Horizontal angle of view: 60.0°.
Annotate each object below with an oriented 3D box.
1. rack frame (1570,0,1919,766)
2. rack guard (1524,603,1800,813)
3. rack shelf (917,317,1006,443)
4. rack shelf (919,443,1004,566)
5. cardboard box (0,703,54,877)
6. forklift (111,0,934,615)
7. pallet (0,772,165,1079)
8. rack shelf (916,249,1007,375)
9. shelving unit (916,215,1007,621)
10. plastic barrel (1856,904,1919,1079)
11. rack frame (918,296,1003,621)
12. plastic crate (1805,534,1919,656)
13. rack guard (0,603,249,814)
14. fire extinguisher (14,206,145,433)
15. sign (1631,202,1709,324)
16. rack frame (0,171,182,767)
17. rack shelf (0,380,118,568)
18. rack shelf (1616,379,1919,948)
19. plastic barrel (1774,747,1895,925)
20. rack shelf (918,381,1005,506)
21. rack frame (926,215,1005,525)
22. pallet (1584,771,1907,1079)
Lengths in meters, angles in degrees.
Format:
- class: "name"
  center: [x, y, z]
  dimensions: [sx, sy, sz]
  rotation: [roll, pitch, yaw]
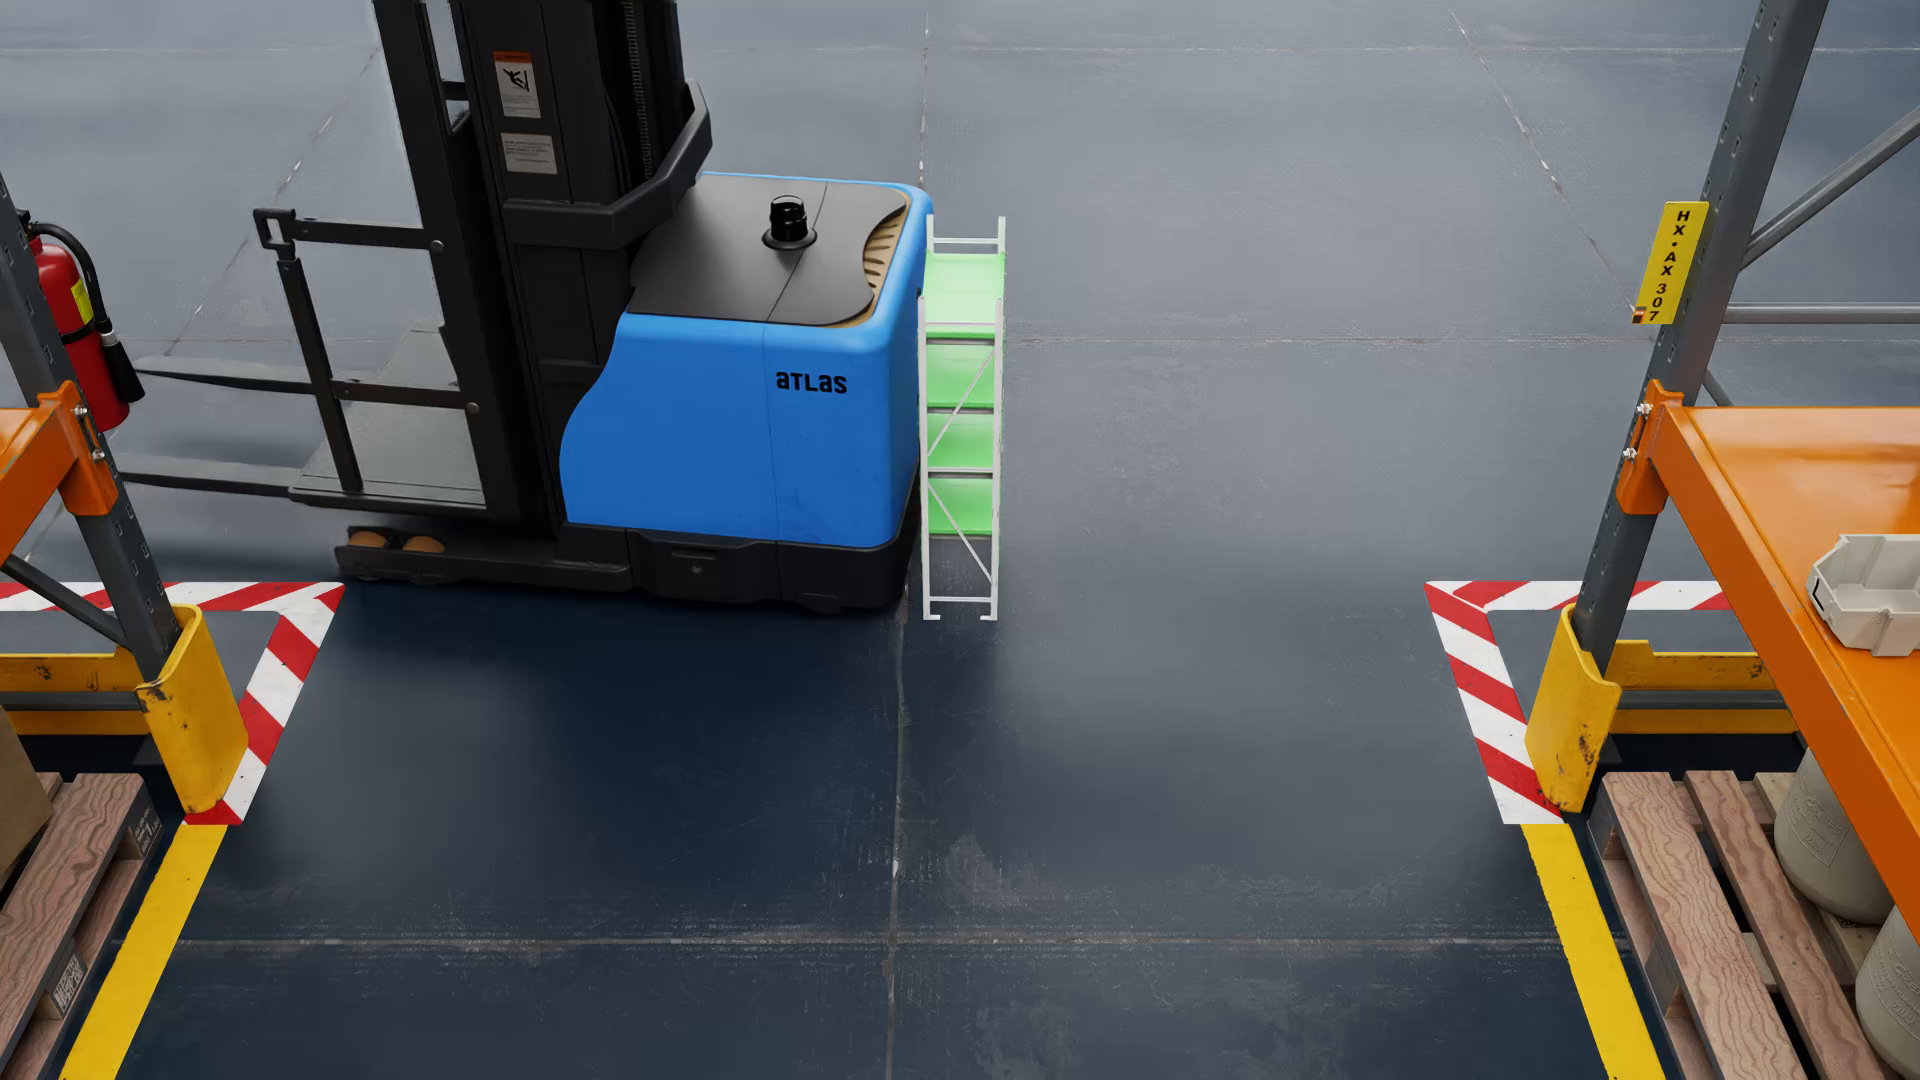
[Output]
- class: "rack frame"
  center: [2.233, -0.543, 4.029]
  dimensions: [1.000, 3.000, 0.127]
  rotation: [0, 39, 0]
- class: "rack guard"
  center: [2.280, 0.480, 4.752]
  dimensions: [1.175, 0.500, 0.348]
  rotation: [0, 39, 0]
- class: "rack shelf"
  center: [0.010, -0.501, 5.135]
  dimensions: [0.258, 0.148, 0.480]
  rotation: [1, 39, 2]
- class: "rack shelf"
  center: [0.010, -0.127, 5.435]
  dimensions: [0.258, 0.148, 0.480]
  rotation: [1, 39, 2]
- class: "cardboard box"
  center: [-2.736, 0.662, 4.188]
  dimensions: [0.500, 0.500, 0.500]
  rotation: [7, 39, 8]
- class: "forklift"
  center: [-1.634, -1.313, 5.044]
  dimensions: [3.031, 2.935, 1.130]
  rotation: [5, 39, 6]
- class: "pallet"
  center: [-2.754, 1.104, 4.204]
  dimensions: [1.003, 0.211, 1.213]
  rotation: [0, 39, 0]
- class: "rack shelf"
  center: [0.010, -0.689, 4.985]
  dimensions: [0.258, 0.148, 0.480]
  rotation: [1, 39, 2]
- class: "shelving unit"
  center: [0.010, -0.364, 5.245]
  dimensions: [0.258, 1.200, 0.503]
  rotation: [1, 39, 2]
- class: "plastic barrel"
  center: [2.311, 0.989, 3.771]
  dimensions: [0.421, 0.512, 0.421]
  rotation: [0, 39, 0]
- class: "rack frame"
  center: [0.002, -0.212, 5.055]
  dimensions: [0.240, 1.200, 0.015]
  rotation: [1, 39, 2]
- class: "plastic crate"
  center: [1.912, 0.119, 3.413]
  dimensions: [0.298, 0.136, 0.250]
  rotation: [0, 39, 0]
- class: "rack guard"
  center: [-2.720, 0.483, 4.747]
  dimensions: [1.175, 0.500, 0.348]
  rotation: [0, 39, 0]
- class: "fire extinguisher"
  center: [-2.259, -0.581, 4.139]
  dimensions: [0.296, 0.674, 0.183]
  rotation: [0, 39, 0]
- class: "sign"
  center: [1.683, -0.654, 3.946]
  dimensions: [0.100, 0.325, 0.005]
  rotation: [0, 39, 0]
- class: "rack frame"
  center: [-2.720, -0.540, 4.025]
  dimensions: [1.000, 3.000, 0.127]
  rotation: [0, 39, 0]
- class: "rack shelf"
  center: [-2.717, 0.992, 2.689]
  dimensions: [1.077, 0.370, 4.000]
  rotation: [0, 39, 0]
- class: "rack shelf"
  center: [2.235, 0.988, 2.694]
  dimensions: [1.077, 0.370, 4.000]
  rotation: [0, 39, 0]
- class: "plastic barrel"
  center: [2.310, 0.675, 4.162]
  dimensions: [0.421, 0.512, 0.421]
  rotation: [0, 39, 0]
- class: "rack shelf"
  center: [0.010, -0.314, 5.285]
  dimensions: [0.258, 0.148, 0.480]
  rotation: [1, 39, 2]
- class: "rack frame"
  center: [0.018, -0.517, 5.435]
  dimensions: [0.240, 1.200, 0.015]
  rotation: [1, 39, 2]
- class: "pallet"
  center: [2.276, 1.100, 4.208]
  dimensions: [1.003, 0.211, 1.213]
  rotation: [0, 39, 0]
